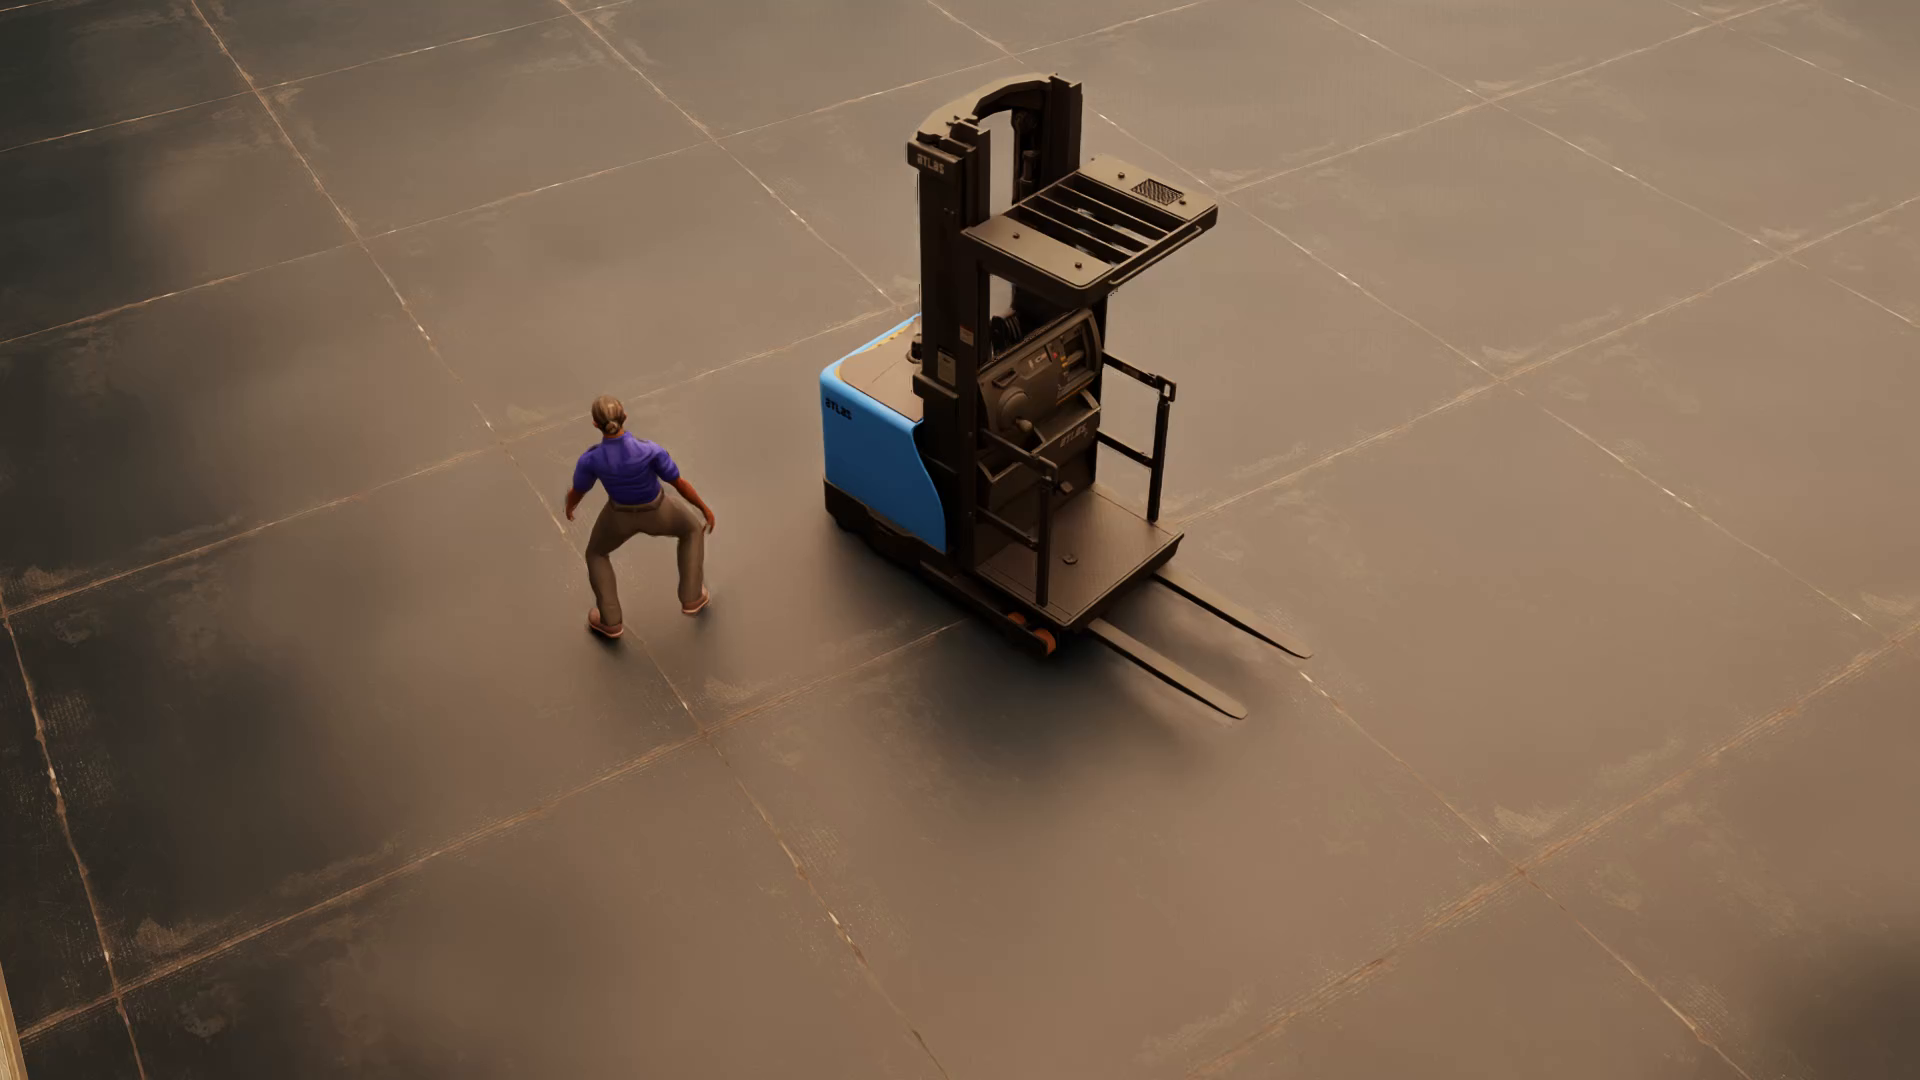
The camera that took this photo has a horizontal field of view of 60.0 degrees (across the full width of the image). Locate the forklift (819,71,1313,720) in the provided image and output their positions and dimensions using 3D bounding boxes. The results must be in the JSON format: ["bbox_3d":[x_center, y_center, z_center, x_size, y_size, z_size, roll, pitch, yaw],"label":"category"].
[{"bbox_3d":[0.590,-0.836,8.828,3.031,2.935,1.130,31,50,31],"label":"forklift"}]

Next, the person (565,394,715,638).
[{"bbox_3d":[-1.765,-0.175,9.103,0.836,1.526,0.538,-1,41,-1],"label":"person"}]
